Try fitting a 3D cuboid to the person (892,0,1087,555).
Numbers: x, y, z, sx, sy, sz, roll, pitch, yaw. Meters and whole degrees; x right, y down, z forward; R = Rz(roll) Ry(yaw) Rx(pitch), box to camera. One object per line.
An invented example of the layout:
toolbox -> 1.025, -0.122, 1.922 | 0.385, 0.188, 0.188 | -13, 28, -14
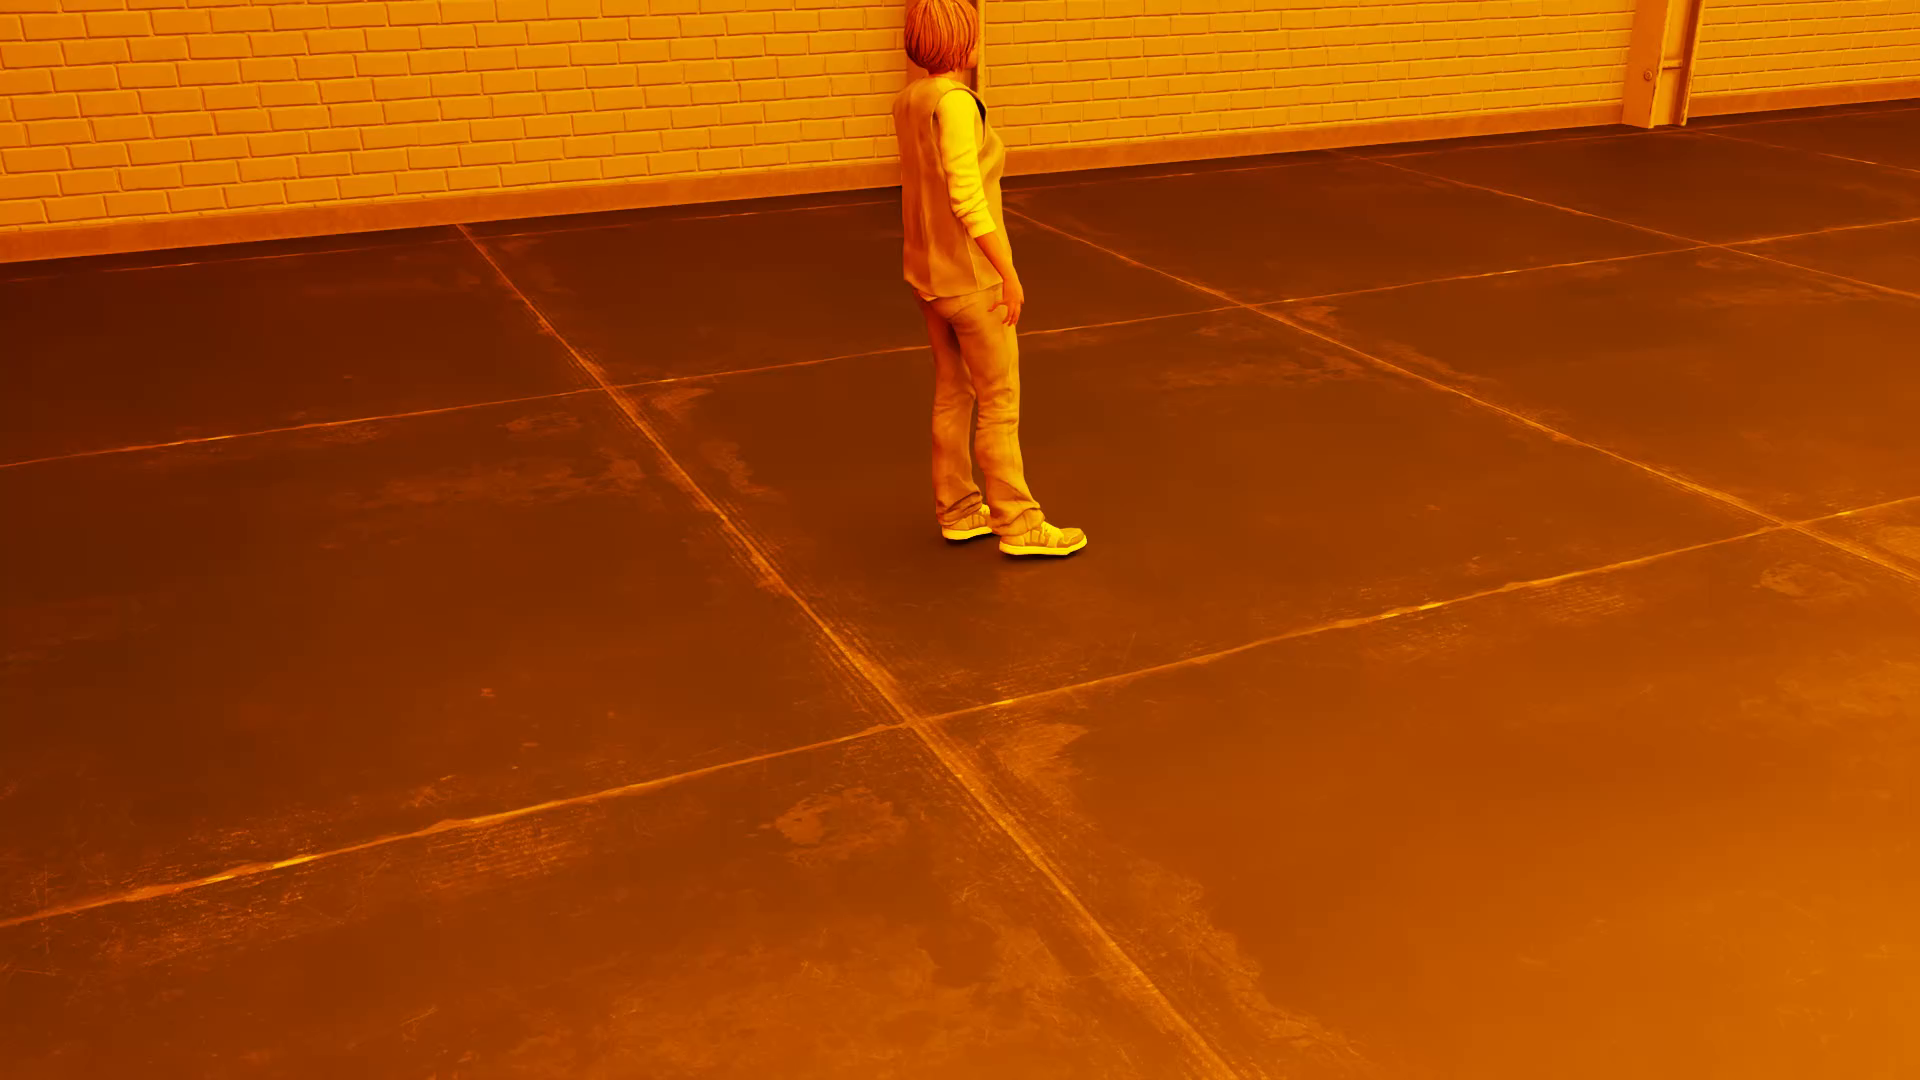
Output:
person -> 0.074, -0.750, 4.815 | 0.473, 1.595, 0.520 | -10, 25, -23
